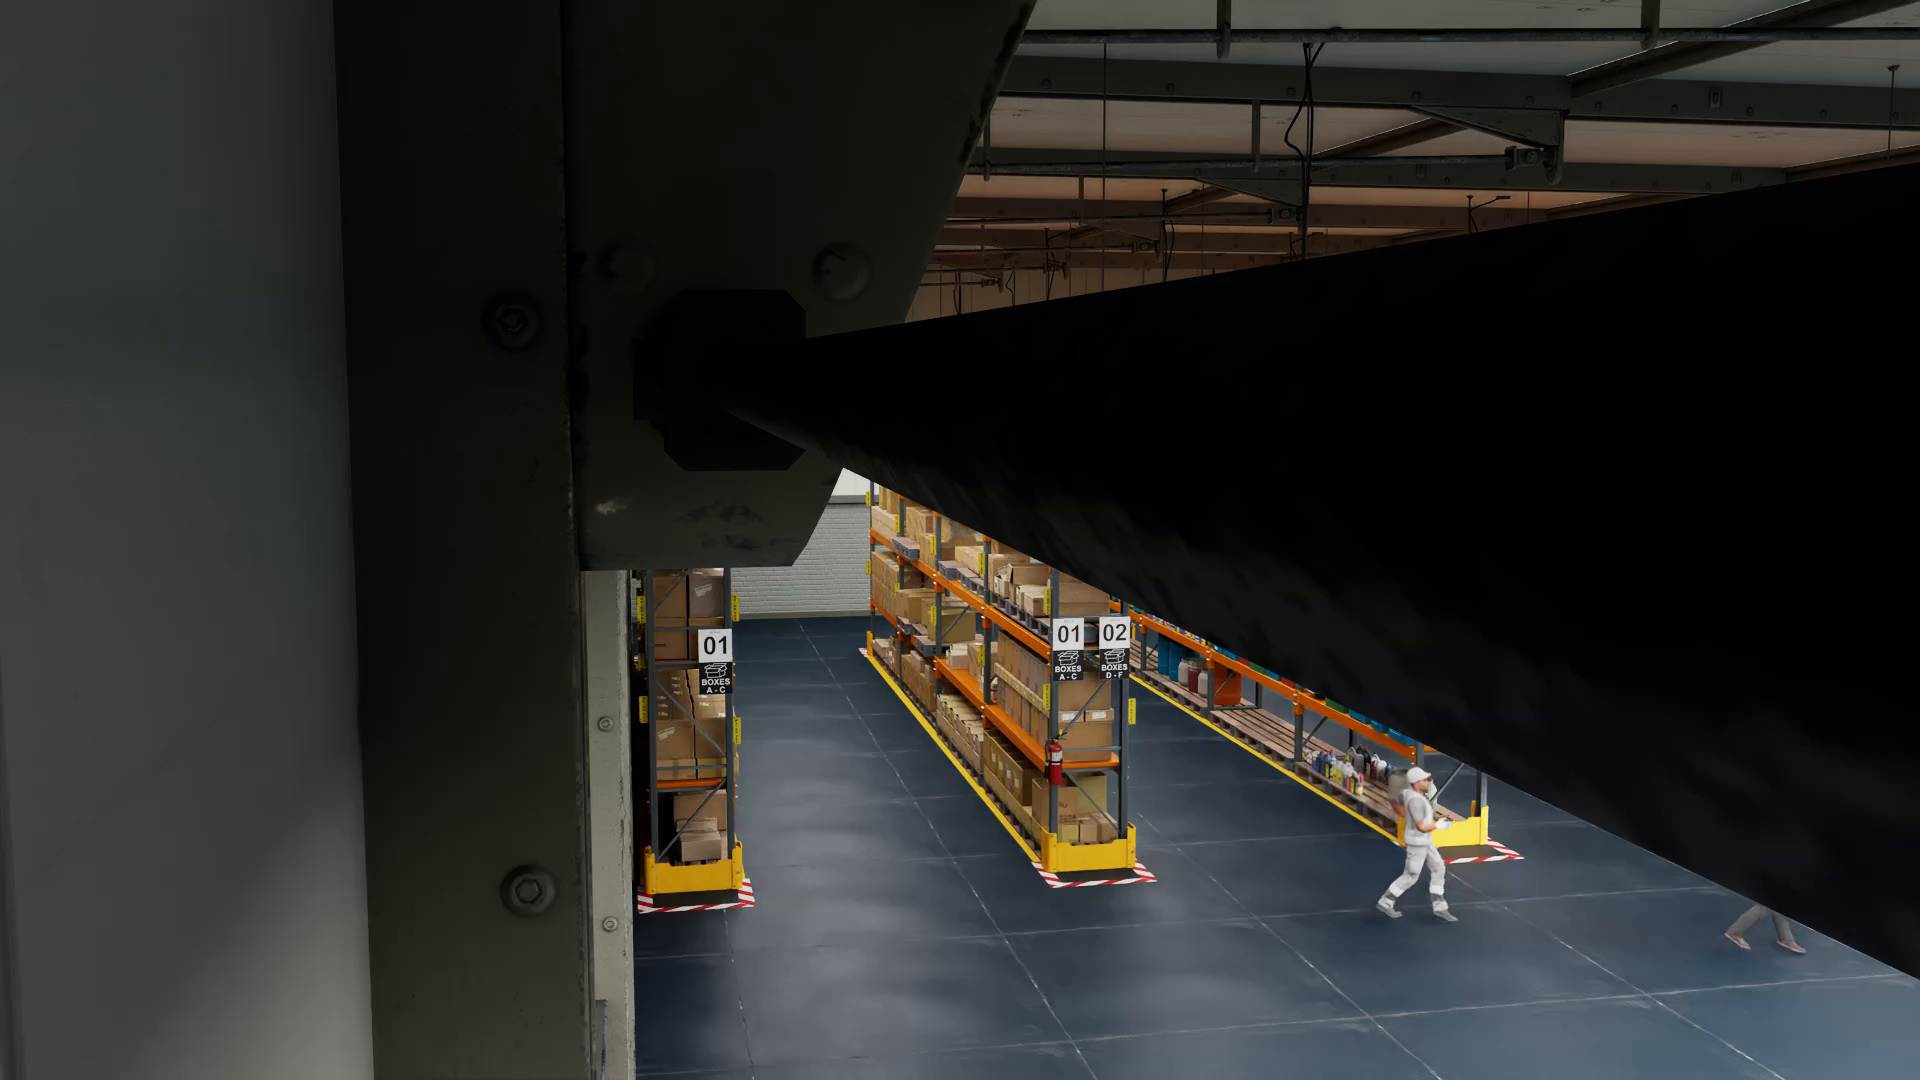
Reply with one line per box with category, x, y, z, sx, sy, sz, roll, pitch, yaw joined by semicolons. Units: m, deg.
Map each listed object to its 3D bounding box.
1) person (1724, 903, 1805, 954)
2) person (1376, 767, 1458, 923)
person;8.689;3.620;17.871;0.850;1.679;0.570;1;6;12
person;5.226;3.467;18.938;0.908;1.801;0.667;2;6;15
